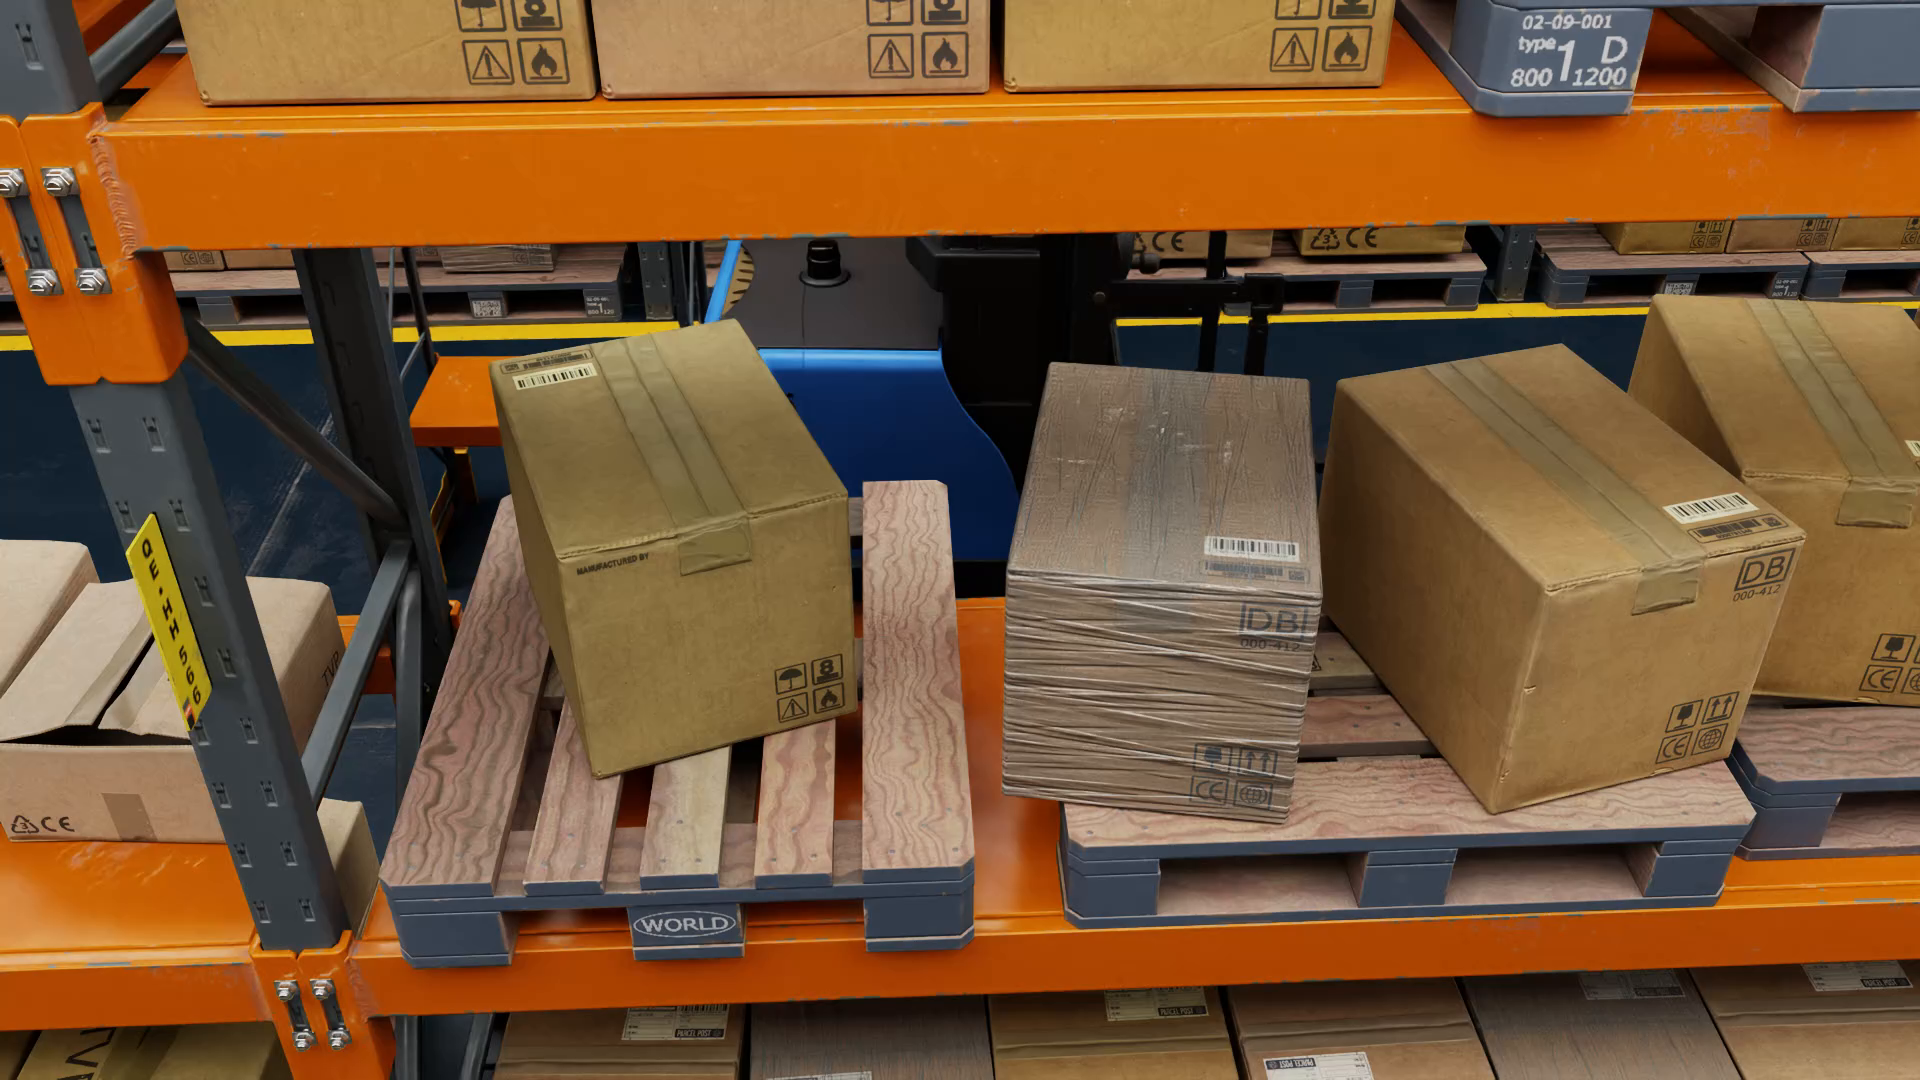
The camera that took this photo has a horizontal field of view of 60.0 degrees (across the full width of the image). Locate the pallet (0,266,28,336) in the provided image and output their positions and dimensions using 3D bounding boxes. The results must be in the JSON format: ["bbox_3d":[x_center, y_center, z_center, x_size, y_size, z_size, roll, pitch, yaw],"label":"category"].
[{"bbox_3d":[-4.633,-1.299,7.941,1.213,0.211,1.003,-2,35,-2],"label":"pallet"}]

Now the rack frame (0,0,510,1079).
[{"bbox_3d":[-1.177,0.284,3.203,0.127,3.000,1.000,-2,35,-2],"label":"rack frame"}]

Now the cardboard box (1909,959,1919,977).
[{"bbox_3d":[2.340,1.200,3.691,0.500,0.500,0.500,-2,35,-2],"label":"cardboard box"}]

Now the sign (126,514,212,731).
[{"bbox_3d":[-1.147,0.124,2.418,0.005,0.325,0.100,-2,35,-2],"label":"sign"}]

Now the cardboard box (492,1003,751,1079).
[{"bbox_3d":[-0.708,1.281,3.572,0.500,0.500,0.500,0,35,0],"label":"cardboard box"}]

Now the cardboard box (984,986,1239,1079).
[{"bbox_3d":[0.316,1.254,3.613,0.500,0.500,0.500,-2,35,-3],"label":"cardboard box"}]

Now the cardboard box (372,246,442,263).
[{"bbox_3d":[-2.652,-1.688,7.863,0.500,0.500,0.700,-2,35,-2],"label":"cardboard box"}]

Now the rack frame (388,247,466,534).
[{"bbox_3d":[-1.928,-0.610,5.813,0.032,1.500,0.500,0,35,-1],"label":"rack frame"}]

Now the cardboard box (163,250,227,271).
[{"bbox_3d":[-3.651,-1.639,7.793,0.500,0.500,0.700,-1,35,-2],"label":"cardboard box"}]

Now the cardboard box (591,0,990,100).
[{"bbox_3d":[-0.233,-1.035,2.386,0.500,0.500,0.910,-2,35,-2],"label":"cardboard box"}]

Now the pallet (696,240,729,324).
[{"bbox_3d":[-0.624,-1.363,8.034,1.213,0.211,1.003,-2,35,-2],"label":"pallet"}]

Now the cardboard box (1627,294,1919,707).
[{"bbox_3d":[1.651,-0.097,3.297,0.500,0.500,0.700,4,35,5],"label":"cardboard box"}]

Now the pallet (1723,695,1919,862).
[{"bbox_3d":[2.016,0.215,3.472,1.213,0.211,1.003,-2,35,-2],"label":"pallet"}]

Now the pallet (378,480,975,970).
[{"bbox_3d":[-0.503,0.305,3.342,1.003,0.211,1.213,-2,35,-2],"label":"pallet"}]

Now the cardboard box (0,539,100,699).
[{"bbox_3d":[-2.079,0.235,3.353,0.500,0.311,0.500,-2,35,-3],"label":"cardboard box"}]

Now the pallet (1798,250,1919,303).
[{"bbox_3d":[4.566,-1.503,8.236,1.213,0.211,1.003,-2,35,-2],"label":"pallet"}]

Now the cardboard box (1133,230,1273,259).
[{"bbox_3d":[1.050,-1.811,7.751,0.750,0.750,0.750,-1,35,-1],"label":"cardboard box"}]

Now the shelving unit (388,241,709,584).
[{"bbox_3d":[-1.411,-0.614,5.819,1.083,1.500,0.587,0,35,-1],"label":"shelving unit"}]

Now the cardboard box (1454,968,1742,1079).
[{"bbox_3d":[1.345,1.222,3.659,0.500,0.500,0.500,-1,35,-2],"label":"cardboard box"}]

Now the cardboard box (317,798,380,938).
[{"bbox_3d":[-1.714,0.859,3.927,0.500,0.311,0.500,0,35,-1],"label":"cardboard box"}]

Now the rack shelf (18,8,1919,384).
[{"bbox_3d":[0.821,-0.707,2.632,4.000,0.370,1.077,-2,35,-2],"label":"rack shelf"}]

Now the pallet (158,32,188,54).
[{"bbox_3d":[-3.390,-2.376,7.216,1.213,0.211,1.003,-2,35,-2],"label":"pallet"}]

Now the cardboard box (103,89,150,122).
[{"bbox_3d":[-3.717,-1.944,7.575,0.500,0.250,0.500,-2,35,-4],"label":"cardboard box"}]

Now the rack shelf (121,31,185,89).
[{"bbox_3d":[-3.413,-2.182,7.399,4.000,0.370,1.077,-2,35,-2],"label":"rack shelf"}]

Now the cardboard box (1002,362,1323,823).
[{"bbox_3d":[0.370,0.073,3.051,0.500,0.500,0.700,5,35,7],"label":"cardboard box"}]

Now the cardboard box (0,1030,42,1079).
[{"bbox_3d":[-2.207,1.184,3.458,0.500,0.311,0.500,-2,35,-3],"label":"cardboard box"}]

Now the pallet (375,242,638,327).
[{"bbox_3d":[-2.195,-1.365,8.036,1.213,0.211,1.003,-2,35,-2],"label":"pallet"}]

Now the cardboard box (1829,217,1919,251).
[{"bbox_3d":[4.347,-1.770,7.999,0.500,0.500,0.700,-1,35,-1],"label":"cardboard box"}]

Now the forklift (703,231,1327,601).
[{"bbox_3d":[0.662,-1.171,5.366,3.031,2.935,1.130,0,35,1],"label":"forklift"}]

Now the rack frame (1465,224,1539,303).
[{"bbox_3d":[2.581,-2.639,7.428,0.127,3.000,1.000,-2,35,-2],"label":"rack frame"}]

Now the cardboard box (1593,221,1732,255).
[{"bbox_3d":[3.333,-1.746,7.964,0.500,0.500,0.700,-1,35,-2],"label":"cardboard box"}]

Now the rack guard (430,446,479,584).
[{"bbox_3d":[-1.909,-0.096,6.169,0.087,0.250,0.587,0,35,-1],"label":"rack guard"}]
